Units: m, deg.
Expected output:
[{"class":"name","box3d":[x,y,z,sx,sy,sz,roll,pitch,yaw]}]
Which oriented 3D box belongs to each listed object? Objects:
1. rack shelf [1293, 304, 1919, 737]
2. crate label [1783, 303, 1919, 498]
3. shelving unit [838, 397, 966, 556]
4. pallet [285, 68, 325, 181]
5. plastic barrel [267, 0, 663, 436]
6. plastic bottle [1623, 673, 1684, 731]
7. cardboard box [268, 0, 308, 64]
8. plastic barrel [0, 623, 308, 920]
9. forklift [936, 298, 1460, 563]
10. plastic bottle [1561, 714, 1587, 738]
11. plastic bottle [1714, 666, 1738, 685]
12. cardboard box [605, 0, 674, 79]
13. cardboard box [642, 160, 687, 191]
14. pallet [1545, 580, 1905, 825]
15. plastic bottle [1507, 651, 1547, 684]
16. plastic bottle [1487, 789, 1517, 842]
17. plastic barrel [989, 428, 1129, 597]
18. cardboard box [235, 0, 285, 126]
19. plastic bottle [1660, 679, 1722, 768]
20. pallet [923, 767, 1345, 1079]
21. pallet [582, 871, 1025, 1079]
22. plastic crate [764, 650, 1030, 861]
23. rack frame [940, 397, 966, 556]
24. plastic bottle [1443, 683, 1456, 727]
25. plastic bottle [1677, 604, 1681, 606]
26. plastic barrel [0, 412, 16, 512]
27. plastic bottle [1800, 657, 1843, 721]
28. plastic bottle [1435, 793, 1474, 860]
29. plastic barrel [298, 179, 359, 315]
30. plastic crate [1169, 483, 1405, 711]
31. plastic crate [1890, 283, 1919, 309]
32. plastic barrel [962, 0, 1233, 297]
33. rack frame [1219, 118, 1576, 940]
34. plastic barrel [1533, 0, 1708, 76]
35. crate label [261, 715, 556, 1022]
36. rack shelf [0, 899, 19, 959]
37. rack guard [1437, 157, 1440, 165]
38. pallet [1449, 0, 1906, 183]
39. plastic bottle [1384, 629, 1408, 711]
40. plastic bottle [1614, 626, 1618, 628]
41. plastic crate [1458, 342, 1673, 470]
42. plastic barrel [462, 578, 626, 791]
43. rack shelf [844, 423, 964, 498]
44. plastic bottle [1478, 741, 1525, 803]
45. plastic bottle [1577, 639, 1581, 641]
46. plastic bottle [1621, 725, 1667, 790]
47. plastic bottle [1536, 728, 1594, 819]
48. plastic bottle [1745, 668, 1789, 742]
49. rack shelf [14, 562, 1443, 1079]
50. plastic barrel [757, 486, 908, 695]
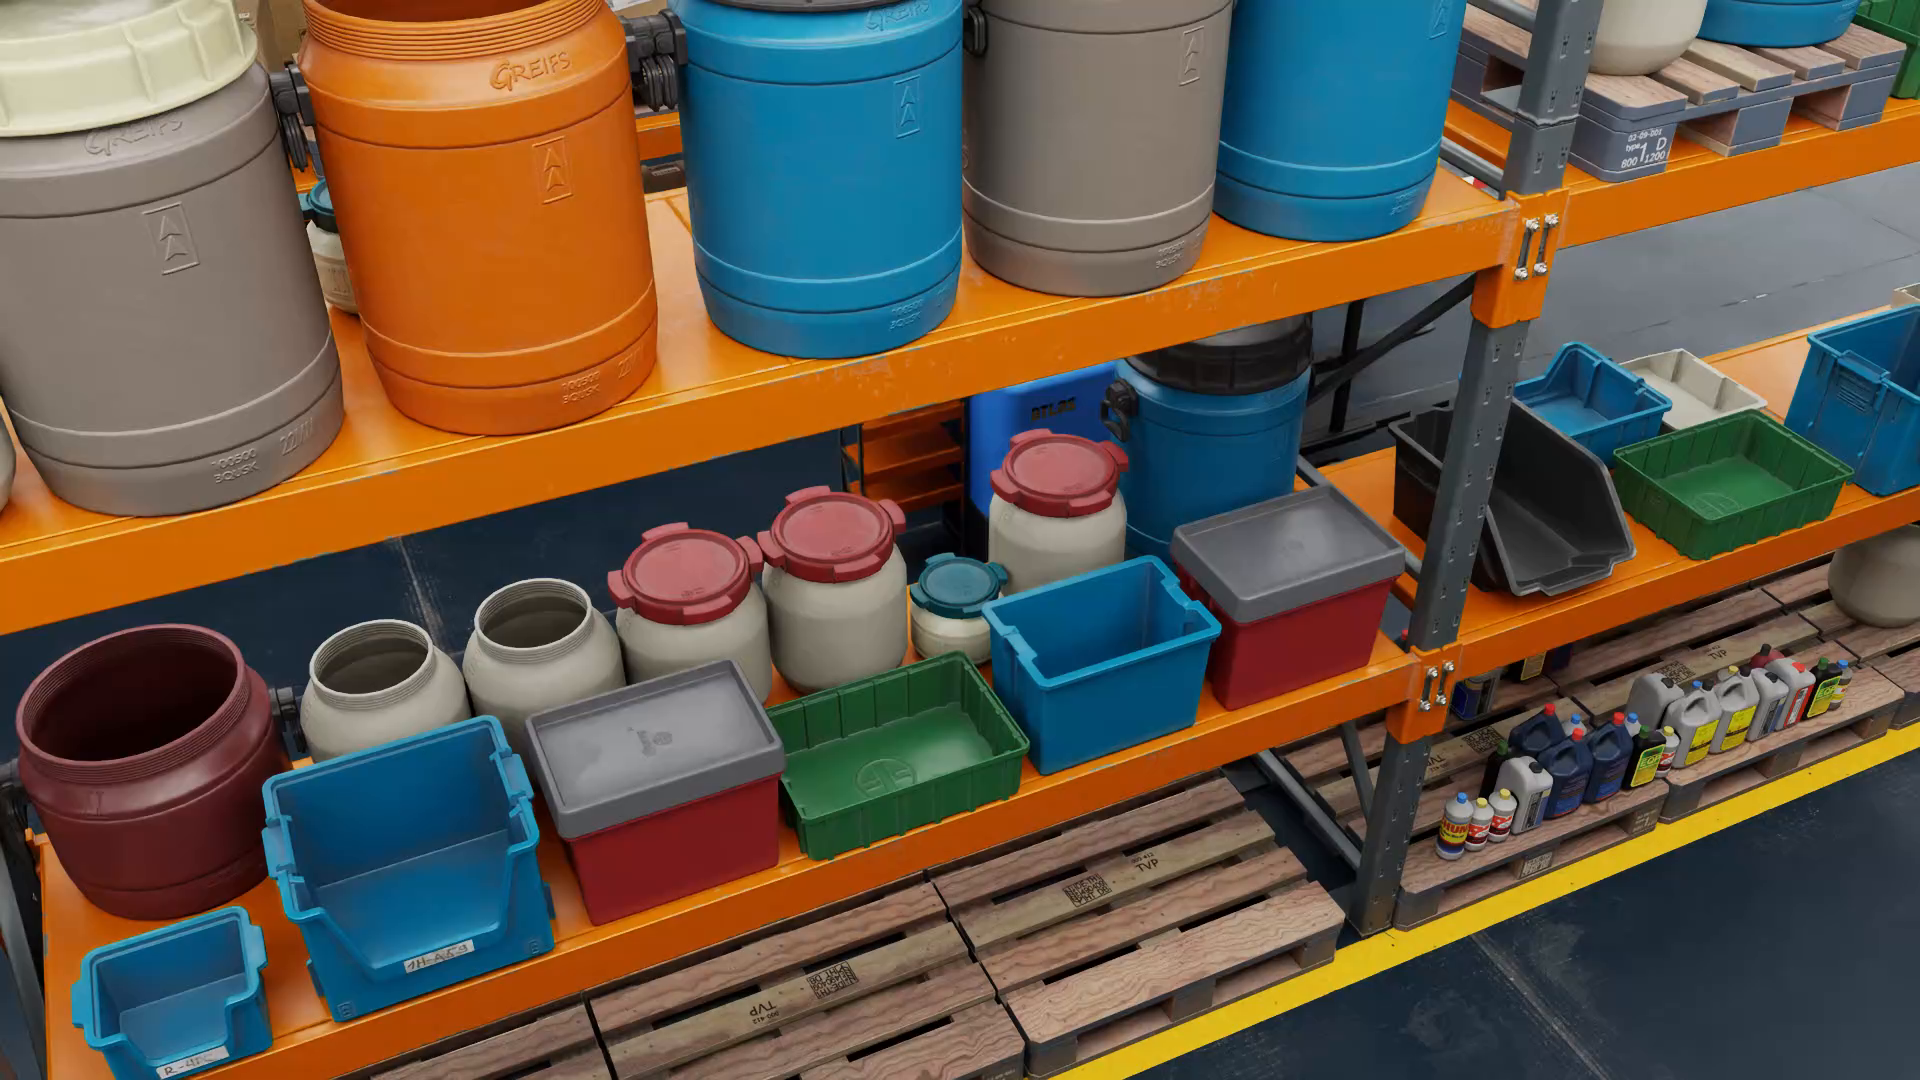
[{"class":"rack shelf","box3d":[3.069,-0.301,6.242,4.000,0.370,1.077,-16,39,-20]},{"class":"crate label","box3d":[3.328,-0.499,5.875,0.616,0.435,0.502,-16,39,-20]},{"class":"shelving unit","box3d":[-0.251,-0.408,7.294,0.503,1.200,0.258,-16,40,-21]},{"class":"pallet","box3d":[-2.692,-2.188,8.343,1.213,0.211,1.003,-16,39,-20]},{"class":"plastic barrel","box3d":[-0.935,-0.705,3.304,0.708,0.830,0.600,-16,39,-20]},{"class":"plastic bottle","box3d":[2.636,0.624,6.308,0.135,0.276,0.152,-16,39,-20]},{"class":"cardboard box","box3d":[-5.103,-4.036,12.210,0.750,0.750,1.050,-15,39,-19]},{"class":"plastic barrel","box3d":[-2.071,0.593,4.318,0.708,0.536,0.600,-16,39,-20]},{"class":"forklift","box3d":[1.318,-1.597,7.443,3.031,2.935,1.130,-16,40,-21]},{"class":"plastic bottle","box3d":[2.246,0.753,6.138,0.097,0.271,0.097,0,37,0]},{"class":"plastic bottle","box3d":[2.968,0.574,6.438,0.097,0.201,0.097,0,37,0]},{"class":"cardboard box","box3d":[-1.625,-3.039,8.473,1.000,1.000,1.000,-15,39,-20]},{"class":"cardboard box","box3d":[-1.411,-1.784,9.366,0.500,0.500,0.700,-19,40,-23]},{"class":"pallet","box3d":[2.990,0.578,6.794,1.213,0.211,1.003,-16,39,-20]},{"class":"plastic bottle","box3d":[2.252,0.431,6.562,0.133,0.283,0.061,-16,39,-20]},{"class":"plastic bottle","box3d":[1.917,0.968,5.907,0.097,0.201,0.097,0,37,0]},{"class":"plastic barrel","box3d":[0.299,-0.014,5.137,0.433,0.535,0.433,0,37,0]},{"class":"cardboard box","box3d":[-3.532,-2.305,7.903,0.500,0.500,0.700,-10,38,-13]},{"class":"plastic bottle","box3d":[2.721,0.668,6.186,0.185,0.351,0.144,-16,39,-20]},{"class":"pallet","box3d":[0.564,1.256,5.879,1.213,0.211,1.003,-16,39,-20]},{"class":"pallet","box3d":[-0.542,1.567,5.460,1.213,0.211,1.003,-16,39,-20]},{"class":"plastic crate","box3d":[-0.198,0.595,4.608,0.662,0.188,0.450,-16,39,-20]},{"class":"rack frame","box3d":[-0.032,-0.473,7.380,0.015,1.200,0.240,-16,40,-21]},{"class":"plastic bottle","box3d":[1.780,0.563,6.327,0.185,0.351,0.144,-16,39,-20]},{"class":"plastic bottle","box3d":[3.012,0.168,6.985,0.097,0.201,0.097,0,37,0]},{"class":"plastic barrel","box3d":[-1.951,-0.234,2.936,0.421,0.512,0.421,0,37,0]},{"class":"plastic bottle","box3d":[3.305,0.559,6.389,0.133,0.283,0.061,-15,39,-19]},{"class":"plastic bottle","box3d":[1.733,0.991,5.817,0.097,0.271,0.097,0,37,0]},{"class":"plastic barrel","box3d":[-1.310,-0.668,3.731,0.301,0.262,0.301,0,37,0]},{"class":"plastic crate","box3d":[0.950,0.178,4.938,0.583,0.464,0.402,-16,39,-20]},{"class":"plastic crate","box3d":[3.933,-0.937,6.717,0.250,0.136,0.298,-16,39,-20]},{"class":"plastic barrel","box3d":[0.298,-1.078,3.747,0.600,0.901,0.600,0,37,0]},{"class":"rack frame","box3d":[1.259,-0.084,5.345,0.127,3.000,1.000,-16,39,-20]},{"class":"plastic barrel","box3d":[1.732,-1.505,4.297,0.421,0.512,0.421,0,37,0]},{"class":"crate label","box3d":[-1.348,0.809,4.112,0.616,0.435,0.502,-16,39,-20]},{"class":"rack shelf","box3d":[-4.173,1.724,3.512,4.000,0.370,1.077,-16,39,-20]},{"class":"rack guard","box3d":[2.706,-2.744,11.030,0.348,0.500,1.175,-16,39,-20]},{"class":"pallet","box3d":[1.870,-1.448,4.825,1.003,0.211,1.213,-16,39,-20]},{"class":"plastic bottle","box3d":[1.719,0.485,6.432,0.185,0.351,0.144,-17,40,-21]},{"class":"plastic bottle","box3d":[2.705,0.226,6.848,0.097,0.271,0.097,0,37,0]},{"class":"plastic crate","box3d":[2.145,-0.450,5.964,0.616,0.251,0.499,-16,39,-20]},{"class":"plastic barrel","box3d":[-1.141,0.402,4.597,0.421,0.512,0.421,0,37,0]},{"class":"rack shelf","box3d":[-0.251,-0.354,7.334,0.480,0.148,0.258,-16,40,-21]},{"class":"plastic bottle","box3d":[1.969,0.833,6.020,0.133,0.283,0.061,-16,39,-20]},{"class":"plastic bottle","box3d":[2.522,0.277,6.779,0.097,0.271,0.097,0,37,0]},{"class":"plastic bottle","box3d":[2.504,0.783,6.087,0.133,0.283,0.061,-14,39,-18]},{"class":"plastic bottle","box3d":[2.166,0.823,5.977,0.185,0.351,0.144,-15,39,-19]},{"class":"plastic bottle","box3d":[3.038,0.607,6.331,0.135,0.276,0.152,-17,40,-21]},{"class":"rack shelf","box3d":[-0.552,0.712,4.877,4.000,0.370,1.077,-16,39,-20]},{"class":"plastic barrel","box3d":[-0.365,0.171,4.887,0.433,0.535,0.433,0,37,0]}]
